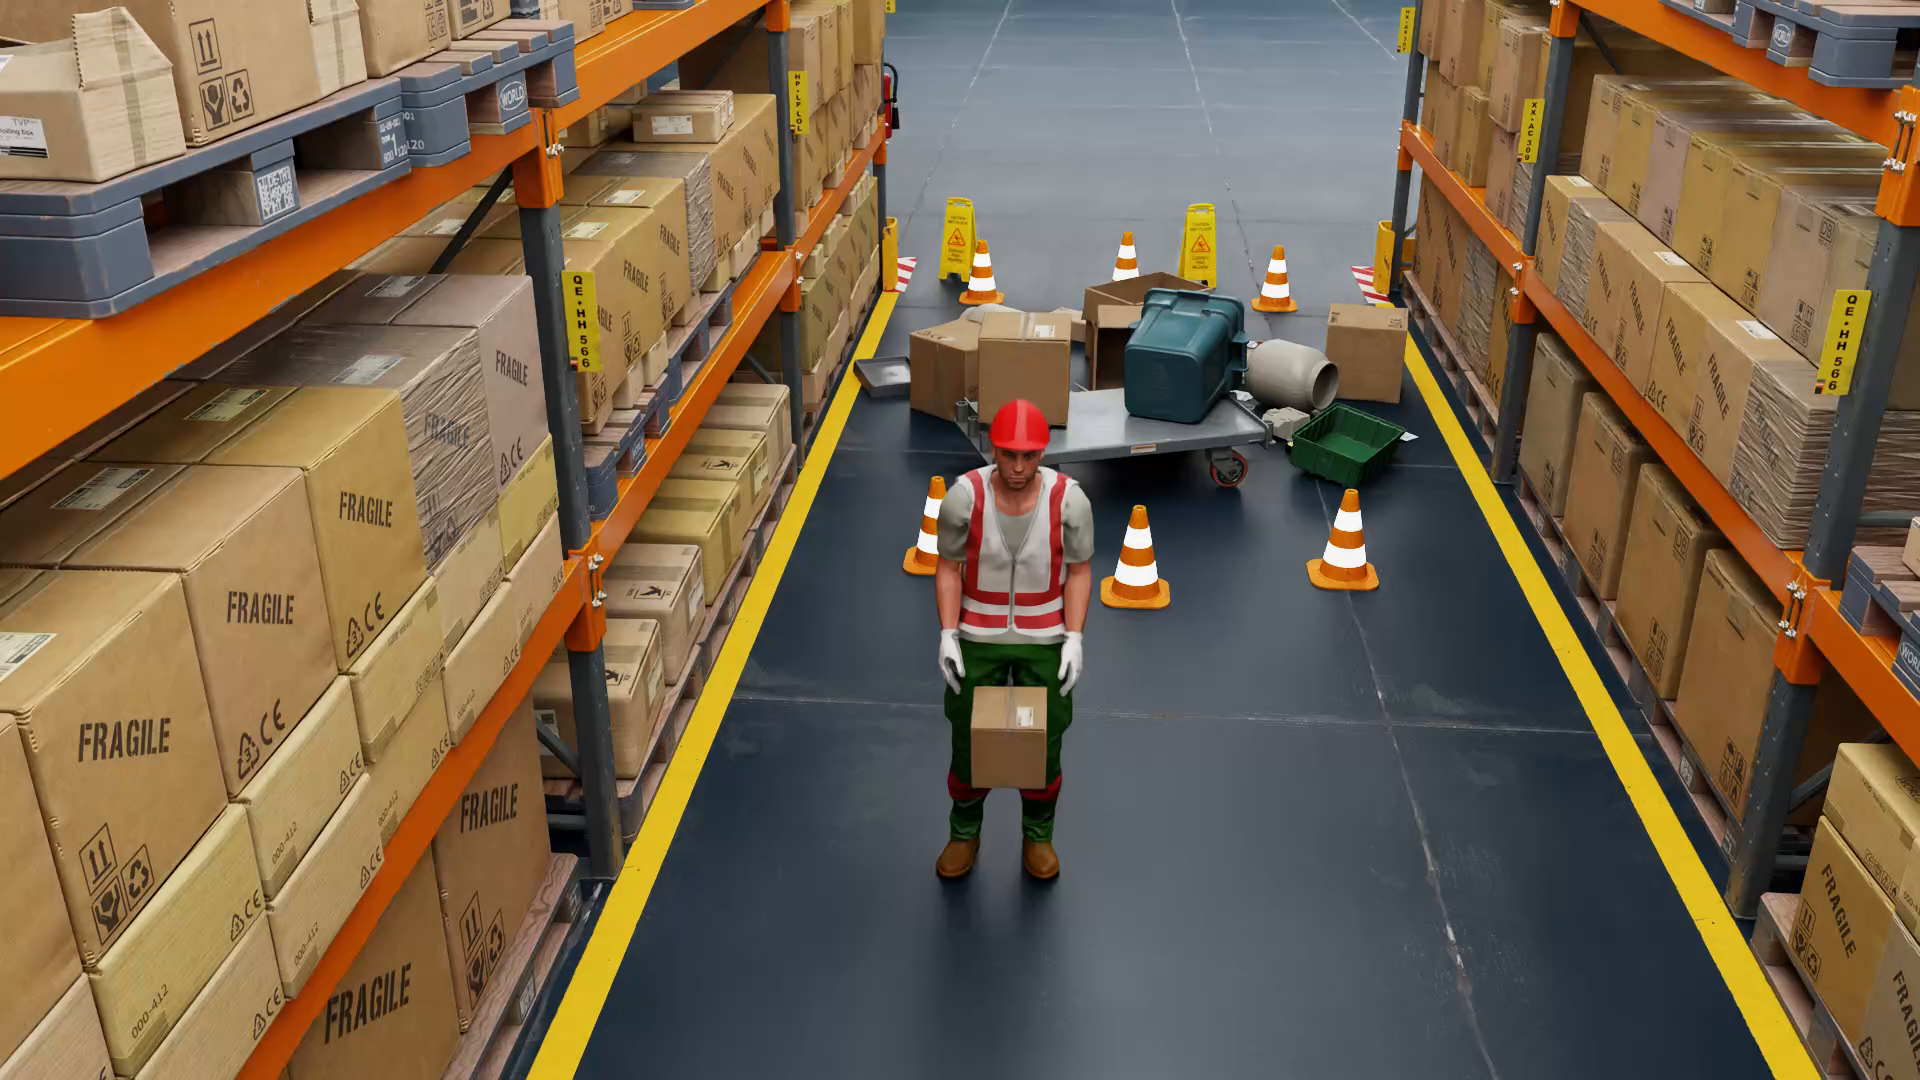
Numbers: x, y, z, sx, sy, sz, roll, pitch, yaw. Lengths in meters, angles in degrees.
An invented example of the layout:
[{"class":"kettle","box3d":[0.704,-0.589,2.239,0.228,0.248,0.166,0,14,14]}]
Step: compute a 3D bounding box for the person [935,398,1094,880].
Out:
[{"class":"person","box3d":[0.185,0.352,5.795,0.544,1.788,0.414,1,24,3]}]
